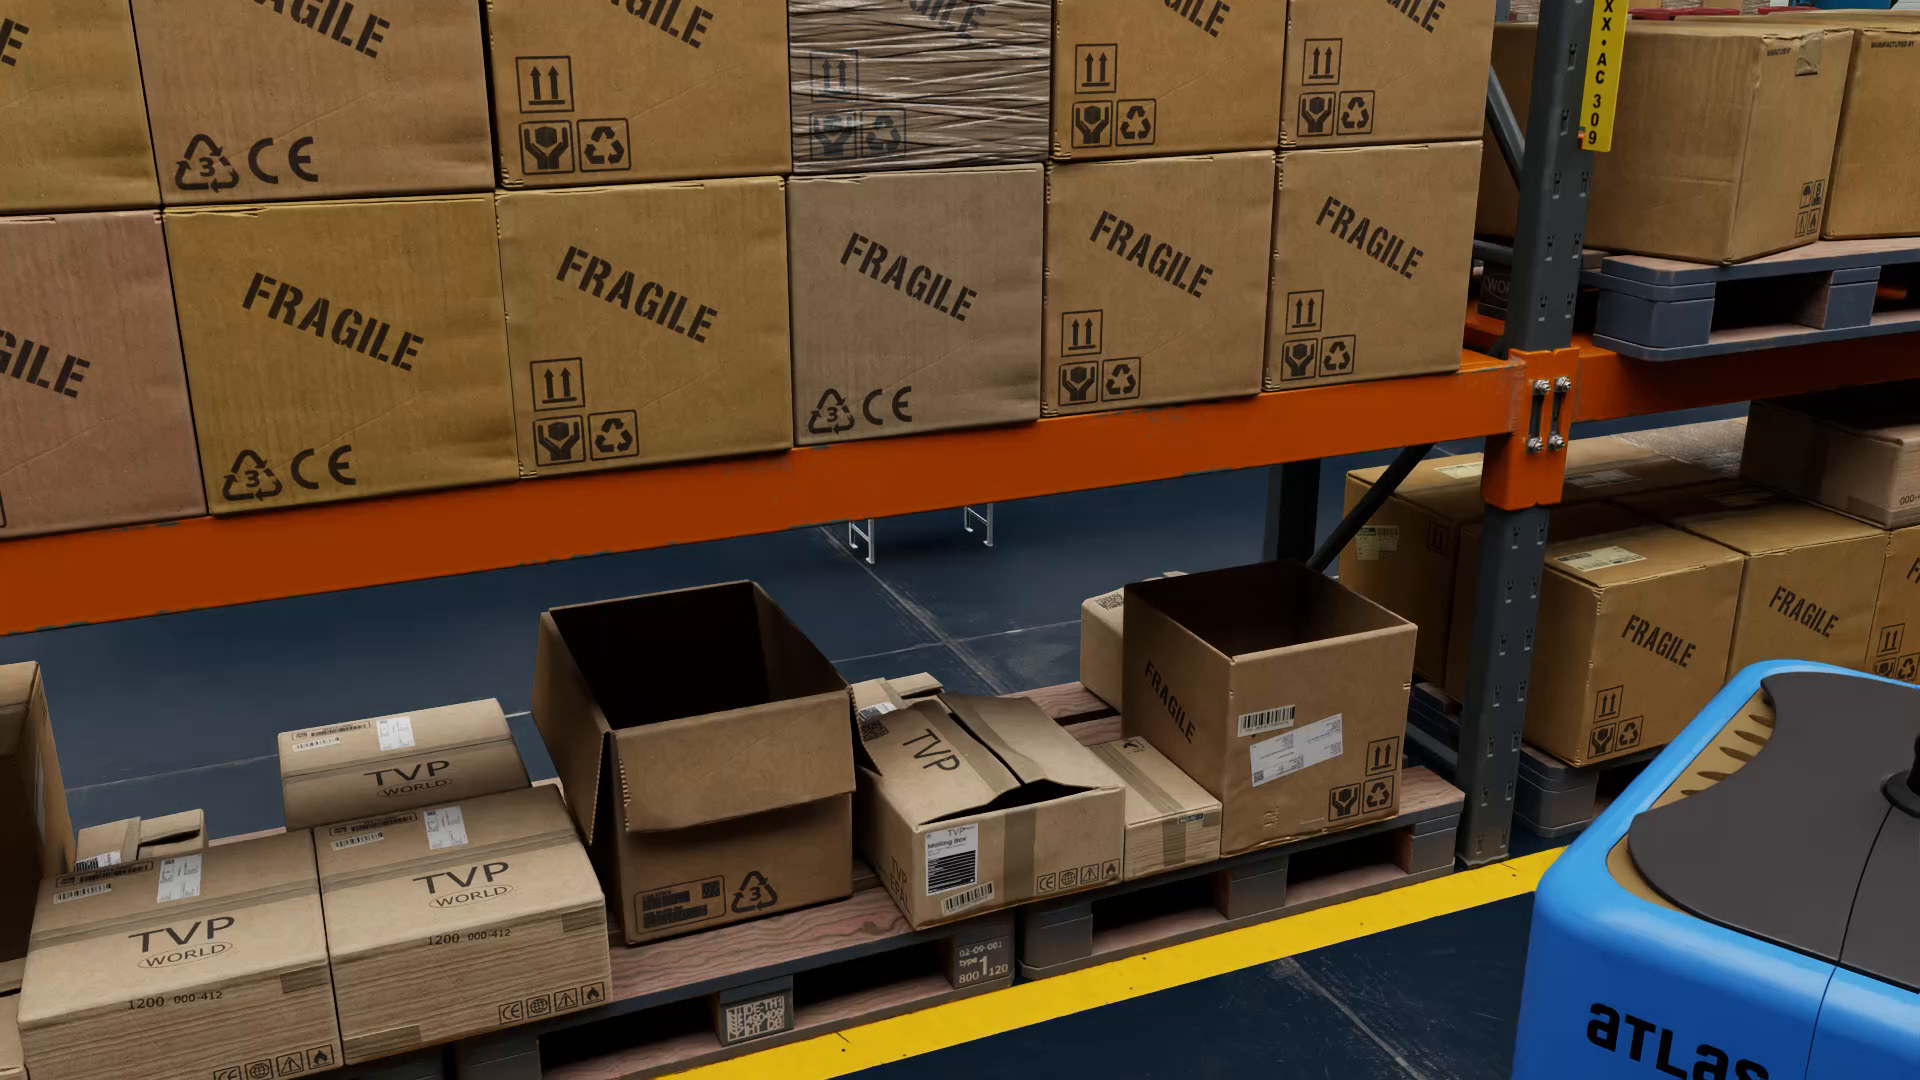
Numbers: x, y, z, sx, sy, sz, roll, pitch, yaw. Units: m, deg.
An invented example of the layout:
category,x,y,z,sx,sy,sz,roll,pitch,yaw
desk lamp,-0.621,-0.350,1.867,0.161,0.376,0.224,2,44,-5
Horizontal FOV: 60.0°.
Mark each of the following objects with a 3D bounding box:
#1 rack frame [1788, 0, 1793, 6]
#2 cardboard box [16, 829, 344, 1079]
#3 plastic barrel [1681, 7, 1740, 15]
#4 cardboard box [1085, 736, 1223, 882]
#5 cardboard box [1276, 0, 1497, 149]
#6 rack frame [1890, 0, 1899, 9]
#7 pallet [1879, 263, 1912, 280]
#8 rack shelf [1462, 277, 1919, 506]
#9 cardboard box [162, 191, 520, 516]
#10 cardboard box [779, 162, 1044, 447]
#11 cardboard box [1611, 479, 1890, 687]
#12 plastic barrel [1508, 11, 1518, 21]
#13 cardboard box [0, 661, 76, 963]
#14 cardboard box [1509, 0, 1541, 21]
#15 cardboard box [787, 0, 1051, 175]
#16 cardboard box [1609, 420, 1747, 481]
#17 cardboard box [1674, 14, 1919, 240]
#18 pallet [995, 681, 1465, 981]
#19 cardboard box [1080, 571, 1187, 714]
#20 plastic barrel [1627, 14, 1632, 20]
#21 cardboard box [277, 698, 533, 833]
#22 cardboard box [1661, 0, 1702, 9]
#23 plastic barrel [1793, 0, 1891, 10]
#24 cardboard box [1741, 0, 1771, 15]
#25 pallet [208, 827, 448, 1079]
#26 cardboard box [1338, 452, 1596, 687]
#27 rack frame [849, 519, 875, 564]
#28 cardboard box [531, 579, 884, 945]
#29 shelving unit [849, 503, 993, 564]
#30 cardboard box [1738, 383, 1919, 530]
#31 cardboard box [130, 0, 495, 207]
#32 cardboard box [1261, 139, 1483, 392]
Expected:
category,x,y,z,sx,sy,sz,roll,pitch,yaw
rack frame,8.233,-5.347,17.192,0.127,3.000,1.000,-8,21,-22
cardboard box,-1.467,0.818,3.161,0.500,0.250,0.500,-8,21,-22
plastic barrel,4.883,-3.219,10.944,0.433,0.535,0.433,0,19,0
cardboard box,0.404,0.619,3.877,0.250,0.149,0.380,-8,21,-22
cardboard box,0.773,-1.121,3.532,0.500,0.500,0.500,-8,21,-22
rack frame,6.522,-3.311,11.408,0.127,3.000,1.000,-8,21,-22
pallet,3.024,-0.926,4.923,1.213,0.211,1.003,-8,21,-22
rack shelf,2.971,-0.671,4.994,4.000,0.370,1.077,-8,21,-22
cardboard box,-1.092,-0.381,2.936,0.500,0.500,0.500,-8,21,-22
cardboard box,-0.166,-0.514,3.314,0.500,0.500,0.500,-8,21,-21
cardboard box,2.161,0.161,4.648,0.500,0.500,0.500,-8,21,-21
plastic barrel,3.155,-3.002,10.327,0.708,0.536,0.600,-8,21,-22
cardboard box,-2.136,0.604,3.392,0.500,0.500,0.500,-8,21,-22
cardboard box,4.998,-5.049,15.746,0.500,0.500,0.875,-8,21,-22
cardboard box,-0.159,-0.986,3.150,0.500,0.500,0.500,-8,21,-21
cardboard box,2.392,-0.056,5.267,0.500,0.500,0.500,-8,21,-21
cardboard box,2.265,-1.096,4.336,0.500,0.500,0.700,-5,20,-13
pallet,0.504,0.658,4.335,1.213,0.211,1.003,-8,21,-22
cardboard box,0.664,0.303,4.532,0.500,0.311,0.500,-8,21,-22
plastic barrel,4.096,-3.093,10.622,0.421,0.512,0.421,0,19,0
cardboard box,-1.252,0.606,3.762,0.500,0.250,0.500,-8,21,-22
cardboard box,6.829,-5.316,16.504,0.500,0.500,0.875,-8,21,-22
plastic barrel,6.047,-3.589,11.443,0.708,0.901,0.600,-8,21,-22
cardboard box,7.717,-5.471,16.944,0.500,0.500,0.875,-8,21,-22
pallet,-1.736,0.979,3.423,1.213,0.211,1.003,-8,21,-22
cardboard box,1.475,0.072,4.902,0.500,0.500,0.500,-8,21,-22
rack frame,-0.376,-0.512,6.170,0.015,1.200,0.240,-8,21,-22
cardboard box,-0.588,0.472,3.763,0.637,0.503,0.797,-8,21,-22
shelving unit,-0.152,-0.544,6.261,0.503,1.200,0.258,-8,21,-22
cardboard box,2.594,-0.250,4.688,0.500,0.250,0.500,-8,21,-22
cardboard box,-1.088,-0.853,2.772,0.500,0.500,0.500,-8,21,-21
cardboard box,0.778,-0.650,3.702,0.500,0.500,0.500,-8,21,-21
